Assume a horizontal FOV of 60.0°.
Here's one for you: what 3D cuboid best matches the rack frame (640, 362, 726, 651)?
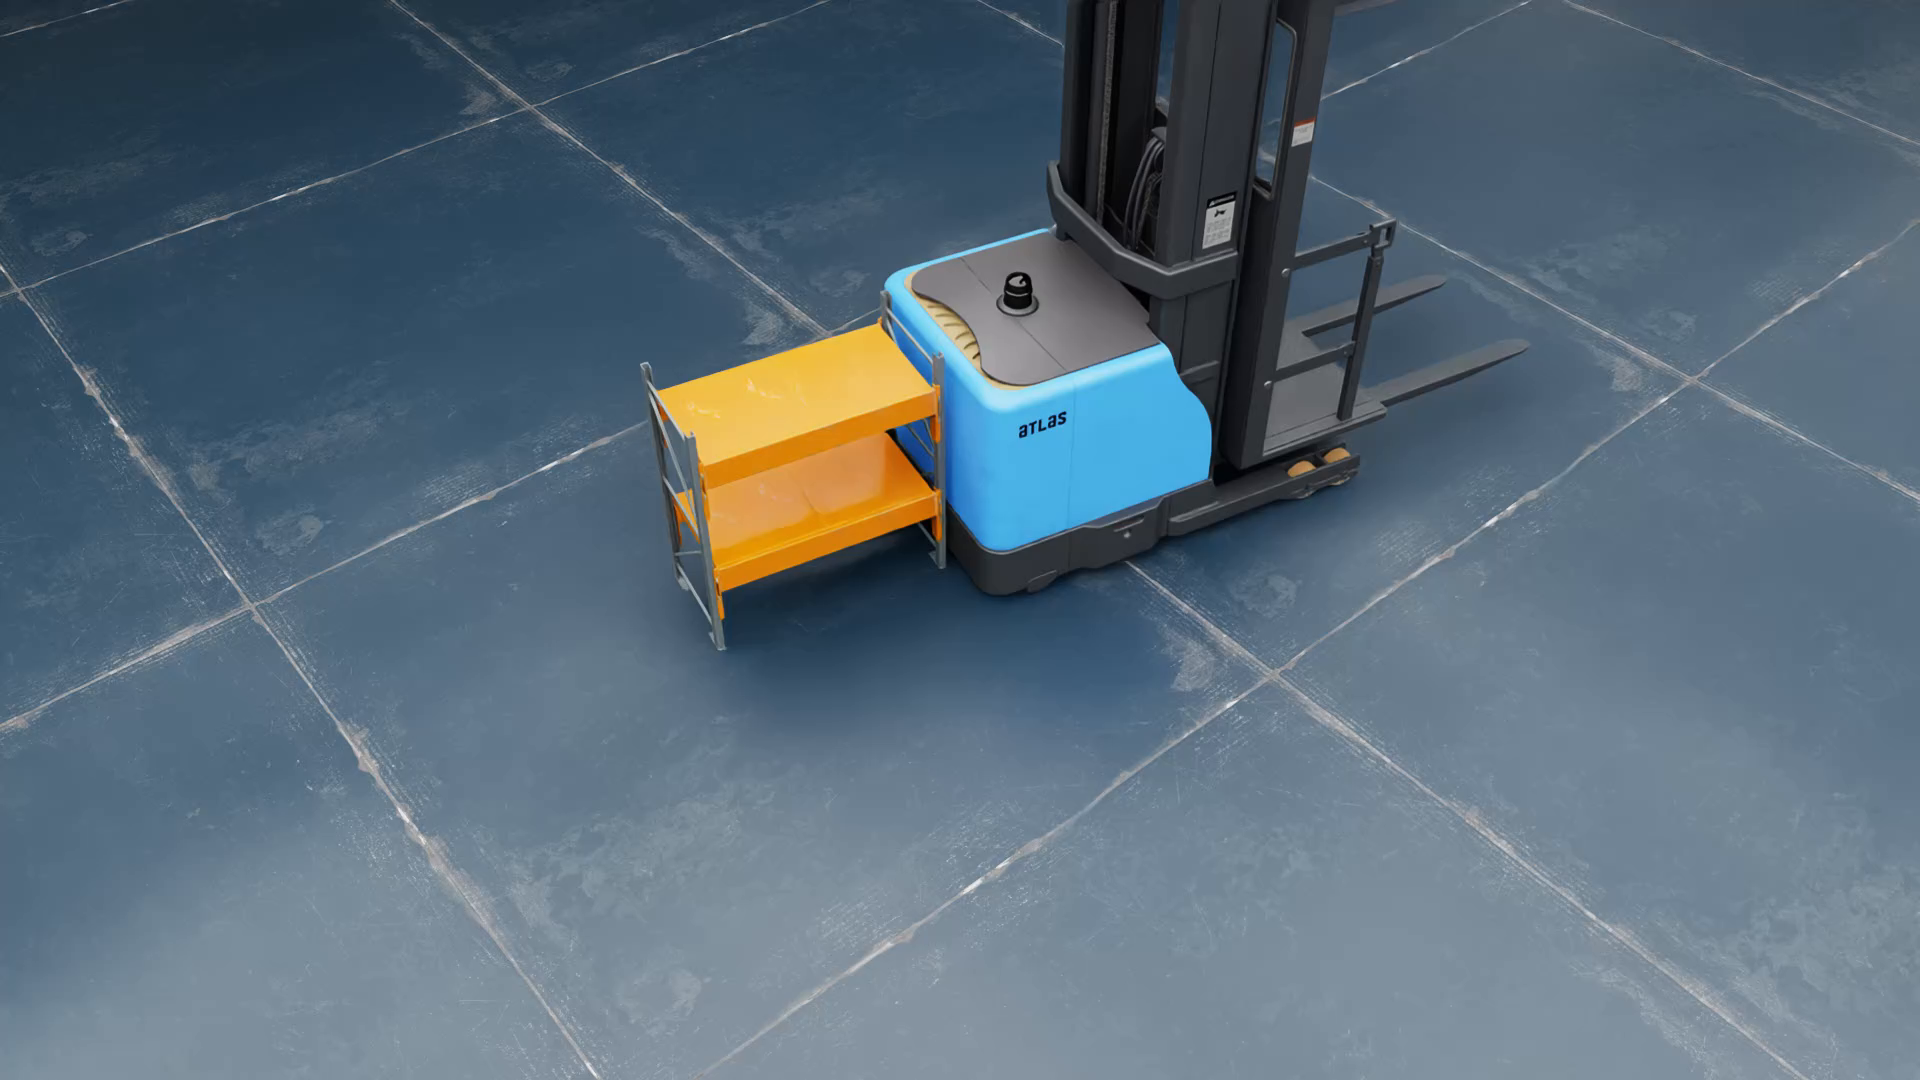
[{"bbox_3d":[-1.086,-0.113,6.548,0.032,1.125,0.500,-20,47,-20],"label":"rack frame"}]

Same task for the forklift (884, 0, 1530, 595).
[{"bbox_3d":[1.221,-1.558,6.768,3.031,2.935,1.130,-20,47,-20],"label":"forklift"}]

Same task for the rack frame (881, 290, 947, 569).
[{"bbox_3d":[-0.189,-0.440,6.897,0.032,1.125,0.500,-20,47,-20],"label":"rack frame"}]

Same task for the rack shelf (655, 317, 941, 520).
[{"bbox_3d":[-0.638,-0.489,6.522,1.000,0.278,0.538,-20,47,-20],"label":"rack shelf"}]

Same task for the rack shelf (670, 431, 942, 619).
[{"bbox_3d":[-0.638,-0.098,6.890,1.000,0.278,0.538,-20,47,-20],"label":"rack shelf"}]

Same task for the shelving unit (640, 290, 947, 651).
[{"bbox_3d":[-0.638,-0.276,6.722,1.048,1.125,0.538,-20,47,-20],"label":"shelving unit"}]
